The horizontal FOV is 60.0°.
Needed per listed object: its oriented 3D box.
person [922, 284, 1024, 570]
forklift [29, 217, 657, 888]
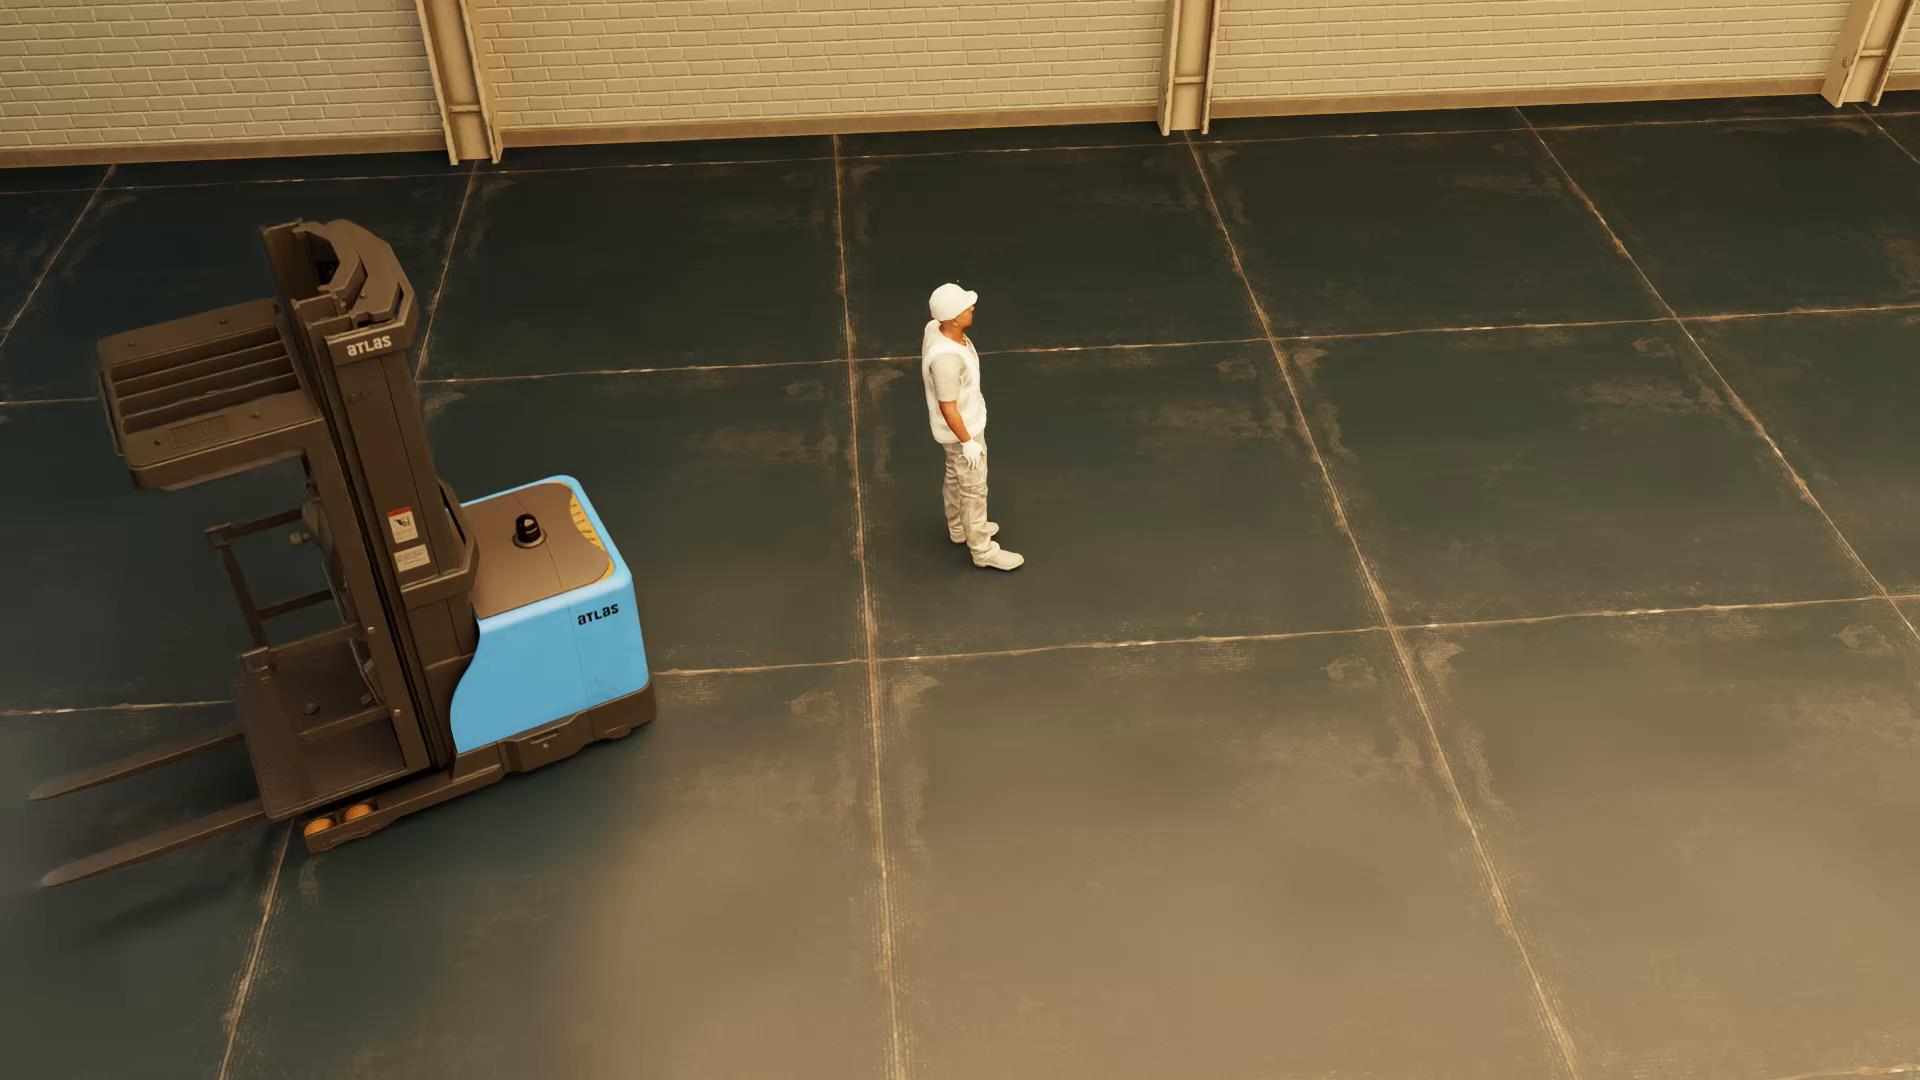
[{"bbox_3d":[0.073,-0.682,9.607,0.575,1.785,0.657,-3,41,-4],"label":"person"},{"bbox_3d":[-3.188,0.056,7.872,3.031,2.935,1.130,-19,44,-21],"label":"forklift"}]
